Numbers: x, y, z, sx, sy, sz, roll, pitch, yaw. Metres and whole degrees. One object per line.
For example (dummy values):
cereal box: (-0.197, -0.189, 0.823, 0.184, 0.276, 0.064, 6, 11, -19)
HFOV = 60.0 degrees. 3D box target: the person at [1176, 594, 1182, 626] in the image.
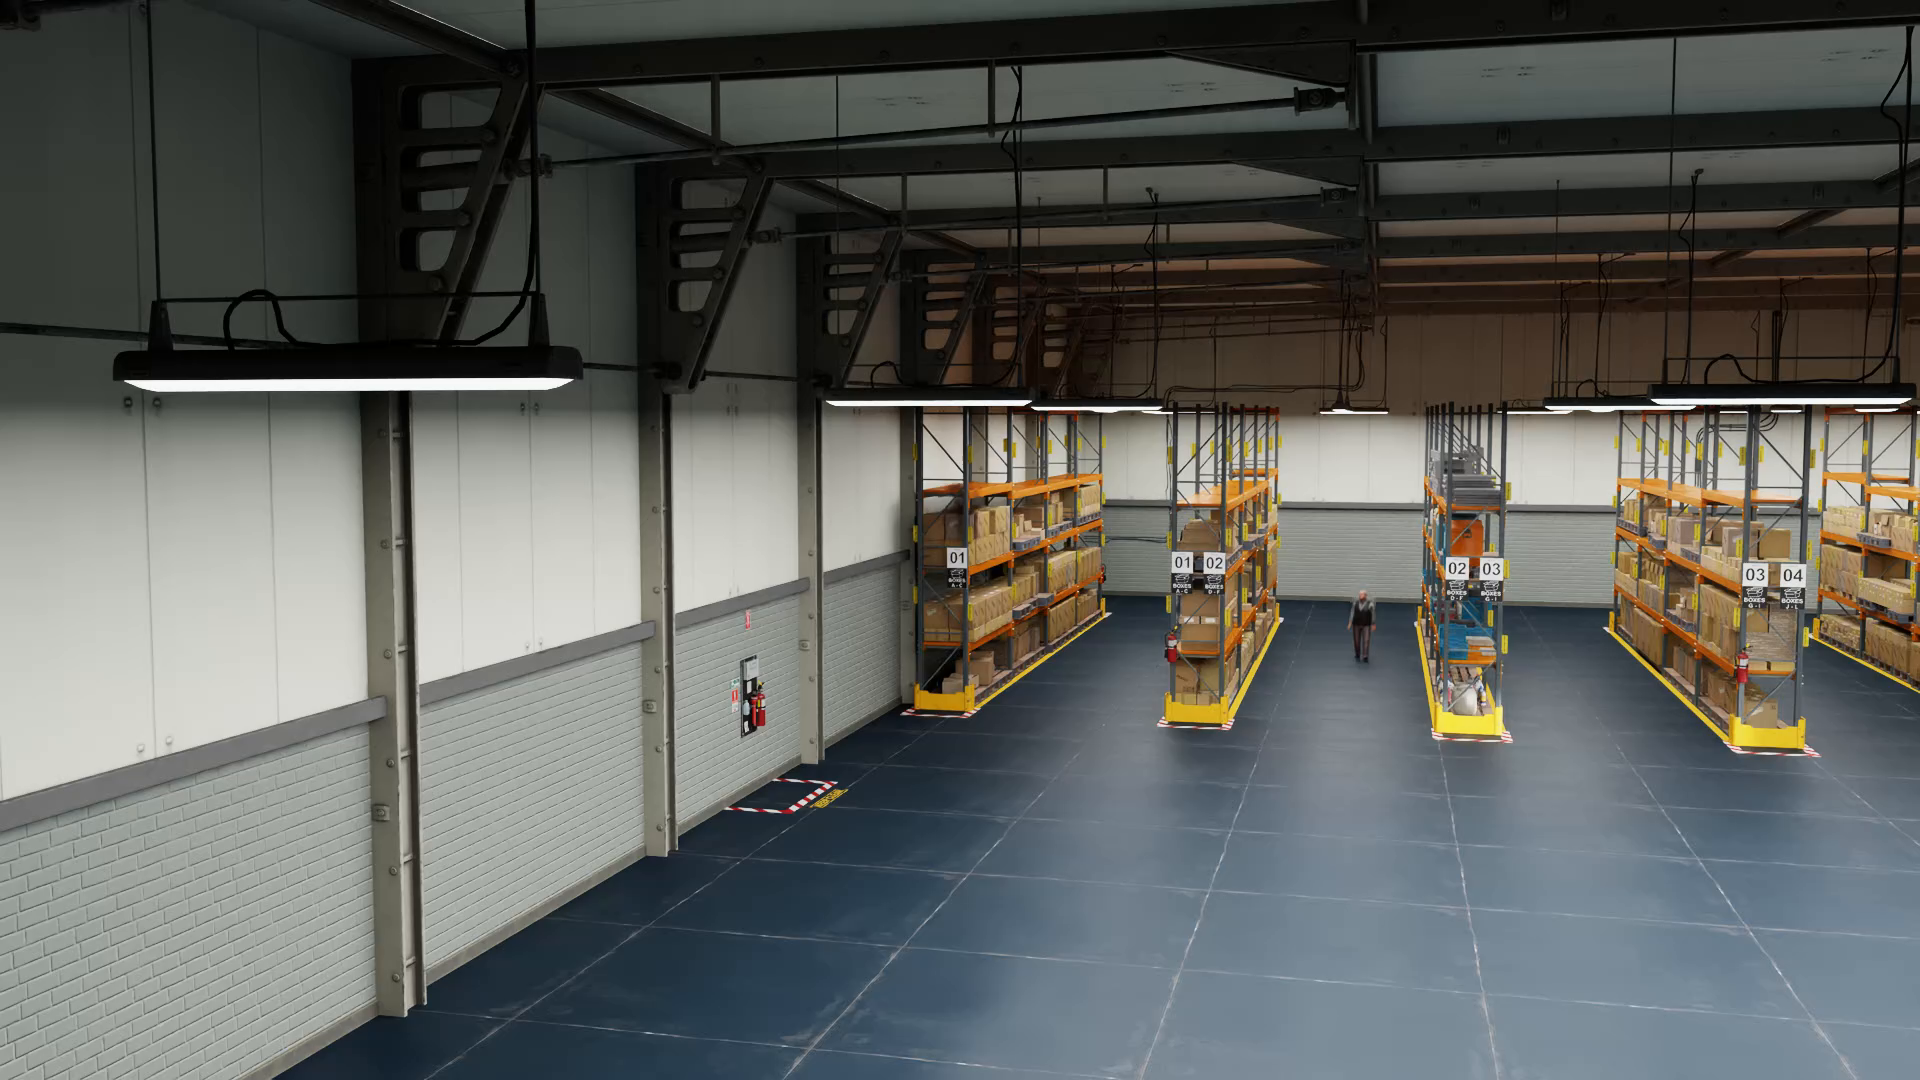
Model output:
person: (6.054, 1.544, 45.807, 0.439, 1.620, 0.695, 0, 4, 6)

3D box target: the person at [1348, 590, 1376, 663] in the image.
person: (9.407, 2.011, 38.897, 0.649, 1.677, 1.044, 1, 4, 14)
